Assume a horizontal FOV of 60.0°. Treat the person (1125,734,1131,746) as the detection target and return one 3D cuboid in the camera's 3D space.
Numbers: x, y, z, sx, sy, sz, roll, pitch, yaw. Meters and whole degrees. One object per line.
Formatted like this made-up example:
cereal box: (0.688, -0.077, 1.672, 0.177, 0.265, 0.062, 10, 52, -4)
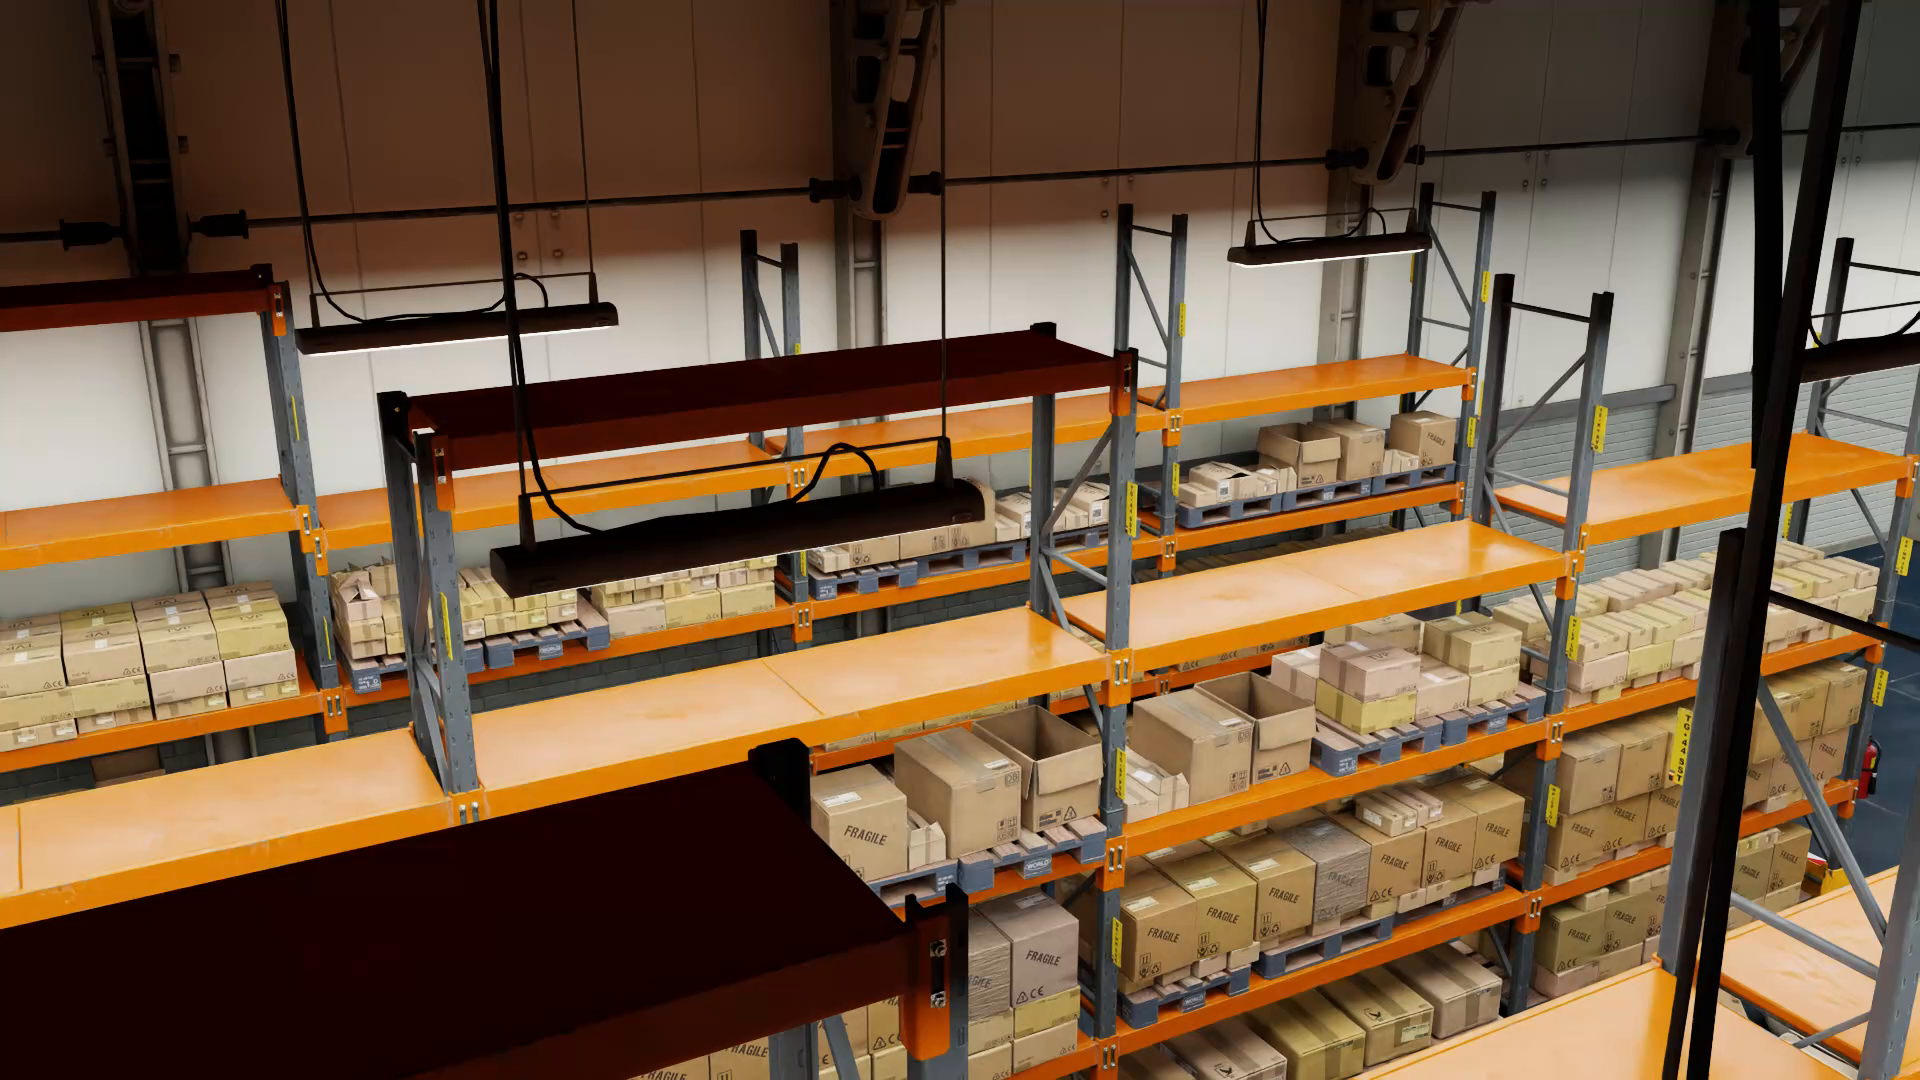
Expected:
person: (1.415, 2.488, 14.778, 0.594, 1.677, 0.574, -10, 21, -28)
